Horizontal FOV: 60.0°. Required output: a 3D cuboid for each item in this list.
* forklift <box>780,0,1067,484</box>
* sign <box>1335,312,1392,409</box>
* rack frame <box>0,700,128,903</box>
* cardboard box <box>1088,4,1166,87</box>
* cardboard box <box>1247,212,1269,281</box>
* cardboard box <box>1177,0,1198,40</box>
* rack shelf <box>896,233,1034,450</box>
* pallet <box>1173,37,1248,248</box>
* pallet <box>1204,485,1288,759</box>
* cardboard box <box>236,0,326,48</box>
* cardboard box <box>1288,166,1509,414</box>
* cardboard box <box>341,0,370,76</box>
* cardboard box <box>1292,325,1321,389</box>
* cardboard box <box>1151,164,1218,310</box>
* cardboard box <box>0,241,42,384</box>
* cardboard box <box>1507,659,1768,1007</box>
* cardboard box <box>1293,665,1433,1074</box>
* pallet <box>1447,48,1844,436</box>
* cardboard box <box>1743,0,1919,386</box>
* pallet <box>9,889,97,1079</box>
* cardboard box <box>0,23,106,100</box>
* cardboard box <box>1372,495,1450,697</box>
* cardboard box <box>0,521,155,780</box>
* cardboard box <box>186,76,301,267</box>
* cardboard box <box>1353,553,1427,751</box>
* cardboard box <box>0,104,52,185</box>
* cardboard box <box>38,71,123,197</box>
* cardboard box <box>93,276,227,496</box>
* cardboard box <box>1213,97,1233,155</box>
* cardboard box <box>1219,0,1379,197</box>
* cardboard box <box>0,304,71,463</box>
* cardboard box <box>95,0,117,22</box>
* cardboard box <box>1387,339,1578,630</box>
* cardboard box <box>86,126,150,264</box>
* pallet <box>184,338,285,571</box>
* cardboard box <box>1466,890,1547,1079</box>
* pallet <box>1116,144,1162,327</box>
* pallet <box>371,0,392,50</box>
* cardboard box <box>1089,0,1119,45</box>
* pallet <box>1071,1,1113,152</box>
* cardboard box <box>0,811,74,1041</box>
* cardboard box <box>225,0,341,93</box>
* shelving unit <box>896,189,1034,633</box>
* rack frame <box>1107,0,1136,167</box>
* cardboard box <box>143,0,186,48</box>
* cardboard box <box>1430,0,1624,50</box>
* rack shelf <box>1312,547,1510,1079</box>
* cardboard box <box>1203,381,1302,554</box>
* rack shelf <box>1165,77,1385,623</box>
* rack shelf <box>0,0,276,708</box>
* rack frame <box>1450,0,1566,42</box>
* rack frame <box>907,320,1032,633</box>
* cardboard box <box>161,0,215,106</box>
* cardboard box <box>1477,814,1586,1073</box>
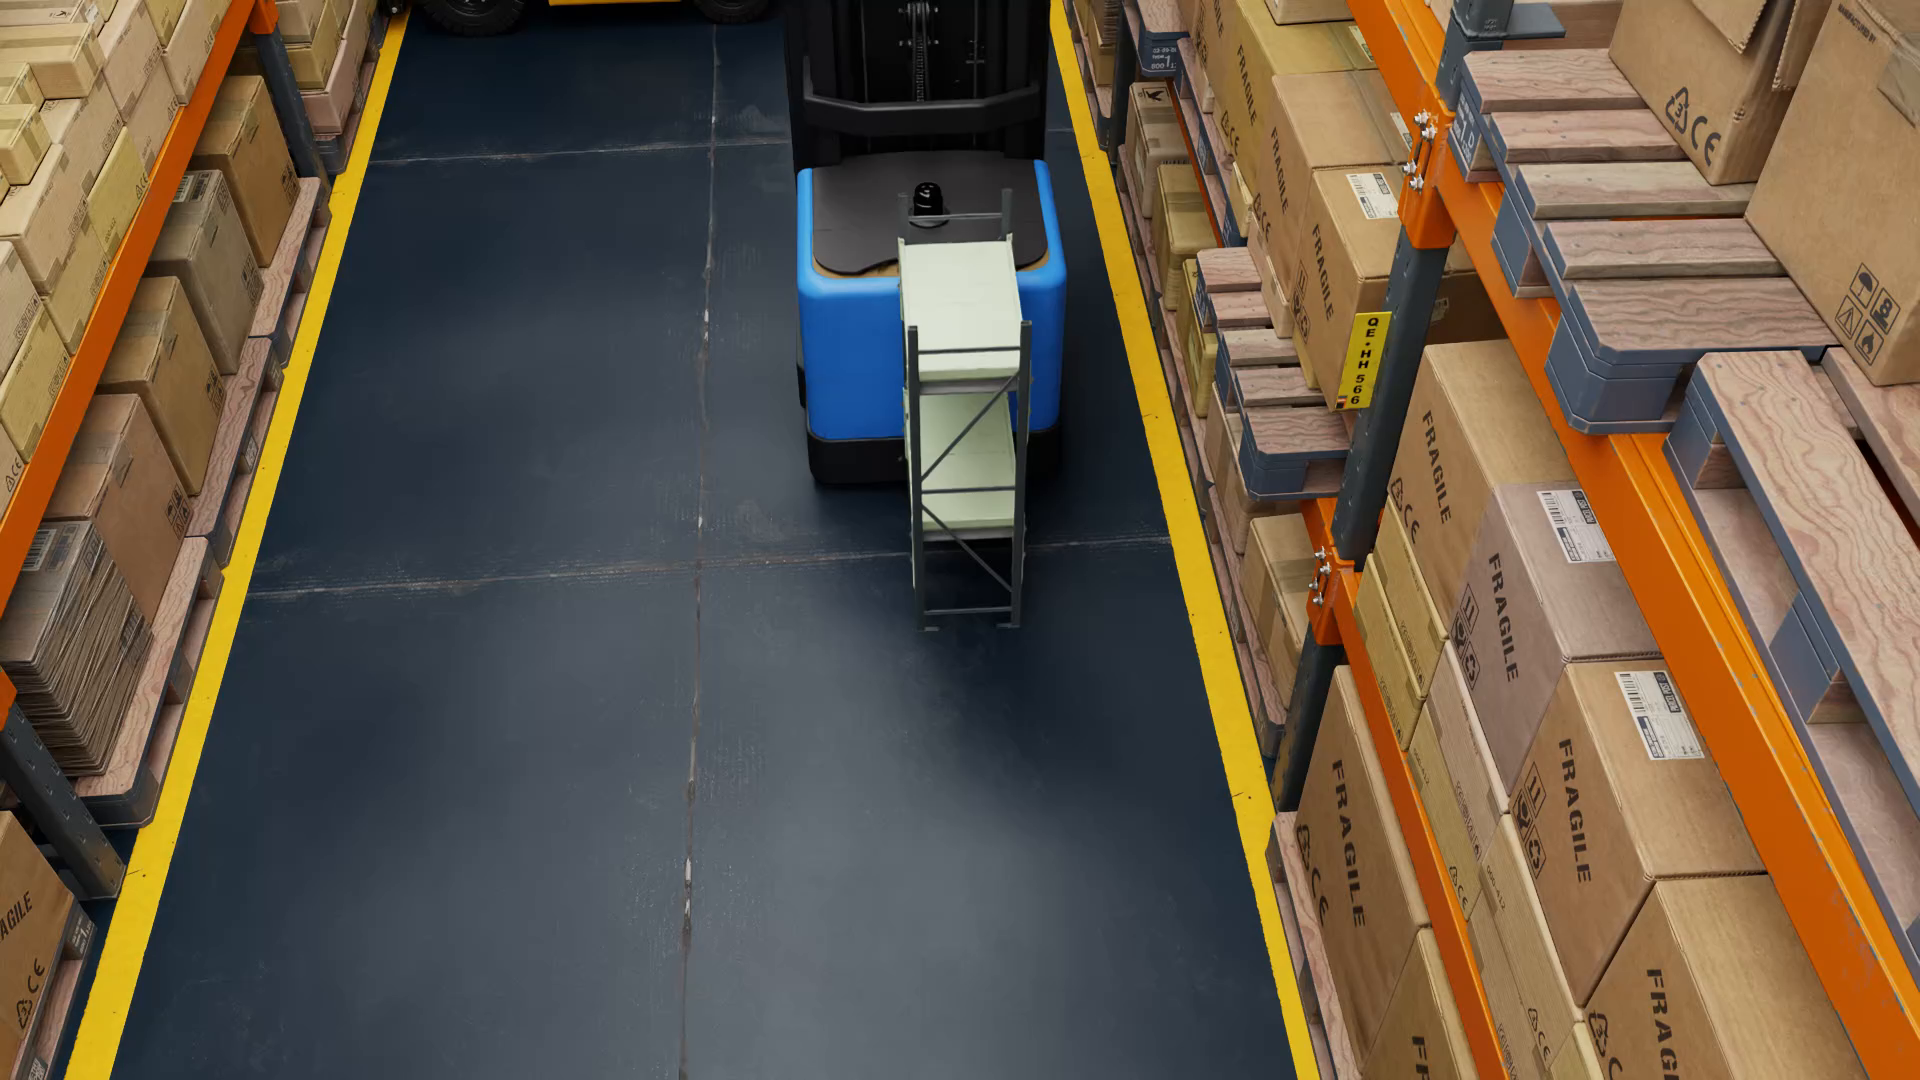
[{"bbox_3d":[-0.196,-2.306,6.916,1.130,2.935,3.031,-3,47,-3],"label":"forklift"},{"bbox_3d":[1.066,-0.470,4.387,0.100,0.325,0.005,-3,47,-3],"label":"sign"},{"bbox_3d":[-3.340,0.165,4.528,1.000,3.000,0.127,-3,47,-3],"label":"rack frame"},{"bbox_3d":[0.953,-2.644,8.792,0.500,0.250,0.500,-2,47,-1],"label":"cardboard box"},{"bbox_3d":[1.170,-0.972,5.488,0.380,0.149,0.250,-5,47,-5],"label":"cardboard box"},{"bbox_3d":[1.094,-2.237,6.239,0.500,0.500,0.500,-4,47,-4],"label":"cardboard box"},{"bbox_3d":[0.007,-0.708,5.850,0.431,0.370,0.720,-3,47,-3],"label":"rack shelf"},{"bbox_3d":[1.399,-1.503,6.240,1.003,0.211,1.213,-3,47,-3],"label":"pallet"},{"bbox_3d":[1.542,0.254,6.364,1.003,0.211,1.213,-3,47,-3],"label":"pallet"},{"bbox_3d":[-3.403,-2.641,8.101,0.500,0.250,0.500,-4,47,-4],"label":"cardboard box"},{"bbox_3d":[1.291,-0.732,4.815,0.500,0.500,0.500,-5,47,-4],"label":"cardboard box"},{"bbox_3d":[-3.444,-2.664,8.812,0.500,0.250,0.500,-4,47,-4],"label":"cardboard box"},{"bbox_3d":[1.249,-0.610,5.145,0.380,0.149,0.250,-3,47,-3],"label":"cardboard box"},{"bbox_3d":[1.381,-1.375,7.507,0.950,0.372,0.625,-1,47,-1],"label":"cardboard box"},{"bbox_3d":[-3.175,-0.653,5.062,0.500,0.250,0.500,-2,47,-2],"label":"cardboard box"},{"bbox_3d":[1.482,0.588,3.370,0.500,0.500,0.500,-2,47,-2],"label":"cardboard box"},{"bbox_3d":[1.581,0.952,4.957,0.875,0.875,0.875,-4,47,-4],"label":"cardboard box"},{"bbox_3d":[1.712,-0.643,3.357,1.213,0.211,1.003,-2,47,-1],"label":"pallet"},{"bbox_3d":[1.878,-0.645,2.871,0.700,0.500,0.500,-6,47,-5],"label":"cardboard box"},{"bbox_3d":[-3.316,1.667,5.026,1.003,0.211,1.213,-3,47,-3],"label":"pallet"},{"bbox_3d":[-3.189,-1.643,5.724,0.380,0.149,0.250,-5,47,-4],"label":"cardboard box"},{"bbox_3d":[1.402,0.122,4.327,0.500,0.250,0.500,-4,47,-4],"label":"cardboard box"},{"bbox_3d":[-3.379,0.385,5.665,0.875,0.625,0.625,-2,47,-2],"label":"cardboard box"},{"bbox_3d":[-3.620,-1.680,7.621,0.875,0.625,0.625,-2,47,-2],"label":"cardboard box"},{"bbox_3d":[1.396,0.282,4.521,0.500,0.250,0.500,-4,47,-4],"label":"cardboard box"},{"bbox_3d":[-3.192,-1.274,5.375,0.380,0.149,0.250,-3,47,-2],"label":"cardboard box"},{"bbox_3d":[-3.269,-1.401,5.770,0.500,0.250,0.500,-3,47,-3],"label":"cardboard box"},{"bbox_3d":[-3.498,-0.574,6.574,0.875,0.625,0.625,-5,47,-5],"label":"cardboard box"},{"bbox_3d":[1.135,-1.536,6.023,0.380,0.149,0.250,-5,47,-5],"label":"cardboard box"},{"bbox_3d":[1.193,-1.471,5.514,0.500,0.500,0.500,-6,47,-6],"label":"cardboard box"},{"bbox_3d":[-3.171,-0.483,5.245,0.500,0.250,0.500,-4,47,-4],"label":"cardboard box"},{"bbox_3d":[-3.304,-2.011,6.073,0.380,0.149,0.250,-4,47,-4],"label":"cardboard box"},{"bbox_3d":[1.403,-0.146,4.065,0.500,0.500,0.500,-5,47,-5],"label":"cardboard box"},{"bbox_3d":[-3.263,-1.231,5.953,0.500,0.250,0.500,-2,47,-2],"label":"cardboard box"},{"bbox_3d":[-3.469,-0.355,6.940,1.003,0.211,1.213,-3,47,-3],"label":"pallet"},{"bbox_3d":[1.495,1.032,3.810,0.500,0.250,0.500,-2,47,-2],"label":"cardboard box"},{"bbox_3d":[1.337,-1.511,8.036,1.003,0.211,1.213,-3,47,-3],"label":"pallet"},{"bbox_3d":[-3.805,-3.233,9.666,1.003,0.211,1.213,-3,47,-3],"label":"pallet"},{"bbox_3d":[0.954,-2.902,8.520,0.500,0.500,0.500,-4,47,-4],"label":"cardboard box"},{"bbox_3d":[1.179,-2.558,9.027,1.003,0.211,1.213,-3,47,-3],"label":"pallet"},{"bbox_3d":[-3.091,1.173,5.005,0.500,0.500,0.500,-2,47,-2],"label":"cardboard box"},{"bbox_3d":[-3.408,-2.468,8.282,0.500,0.250,0.500,-4,47,-3],"label":"cardboard box"},{"bbox_3d":[0.007,-0.439,6.133,0.431,1.500,0.755,-3,47,-3],"label":"shelving unit"},{"bbox_3d":[1.271,-3.033,7.557,1.000,3.000,0.127,-3,47,-3],"label":"rack frame"},{"bbox_3d":[-3.329,-2.138,6.468,0.500,0.250,0.500,-5,47,-4],"label":"cardboard box"},{"bbox_3d":[1.370,-1.299,4.022,0.380,0.149,0.250,-3,47,-3],"label":"cardboard box"},{"bbox_3d":[1.773,1.555,3.707,1.077,0.370,4.000,-3,47,-3],"label":"rack shelf"},{"bbox_3d":[1.498,-0.323,6.510,0.950,0.372,0.625,-4,47,-4],"label":"cardboard box"},{"bbox_3d":[1.438,-1.339,6.448,1.077,0.370,4.000,-3,47,-3],"label":"rack shelf"},{"bbox_3d":[-3.508,-1.034,6.159,1.077,0.370,4.000,-3,47,-3],"label":"rack shelf"},{"bbox_3d":[1.606,-2.202,2.638,1.000,3.000,0.127,-3,47,-3],"label":"rack frame"},{"bbox_3d":[0.031,-0.174,5.882,0.400,1.500,0.023,-3,47,-3],"label":"rack frame"},{"bbox_3d":[-3.325,-1.965,6.648,0.500,0.250,0.500,-4,47,-4],"label":"cardboard box"},{"bbox_3d":[1.473,0.857,3.631,0.500,0.250,0.500,-4,47,-3],"label":"cardboard box"}]
